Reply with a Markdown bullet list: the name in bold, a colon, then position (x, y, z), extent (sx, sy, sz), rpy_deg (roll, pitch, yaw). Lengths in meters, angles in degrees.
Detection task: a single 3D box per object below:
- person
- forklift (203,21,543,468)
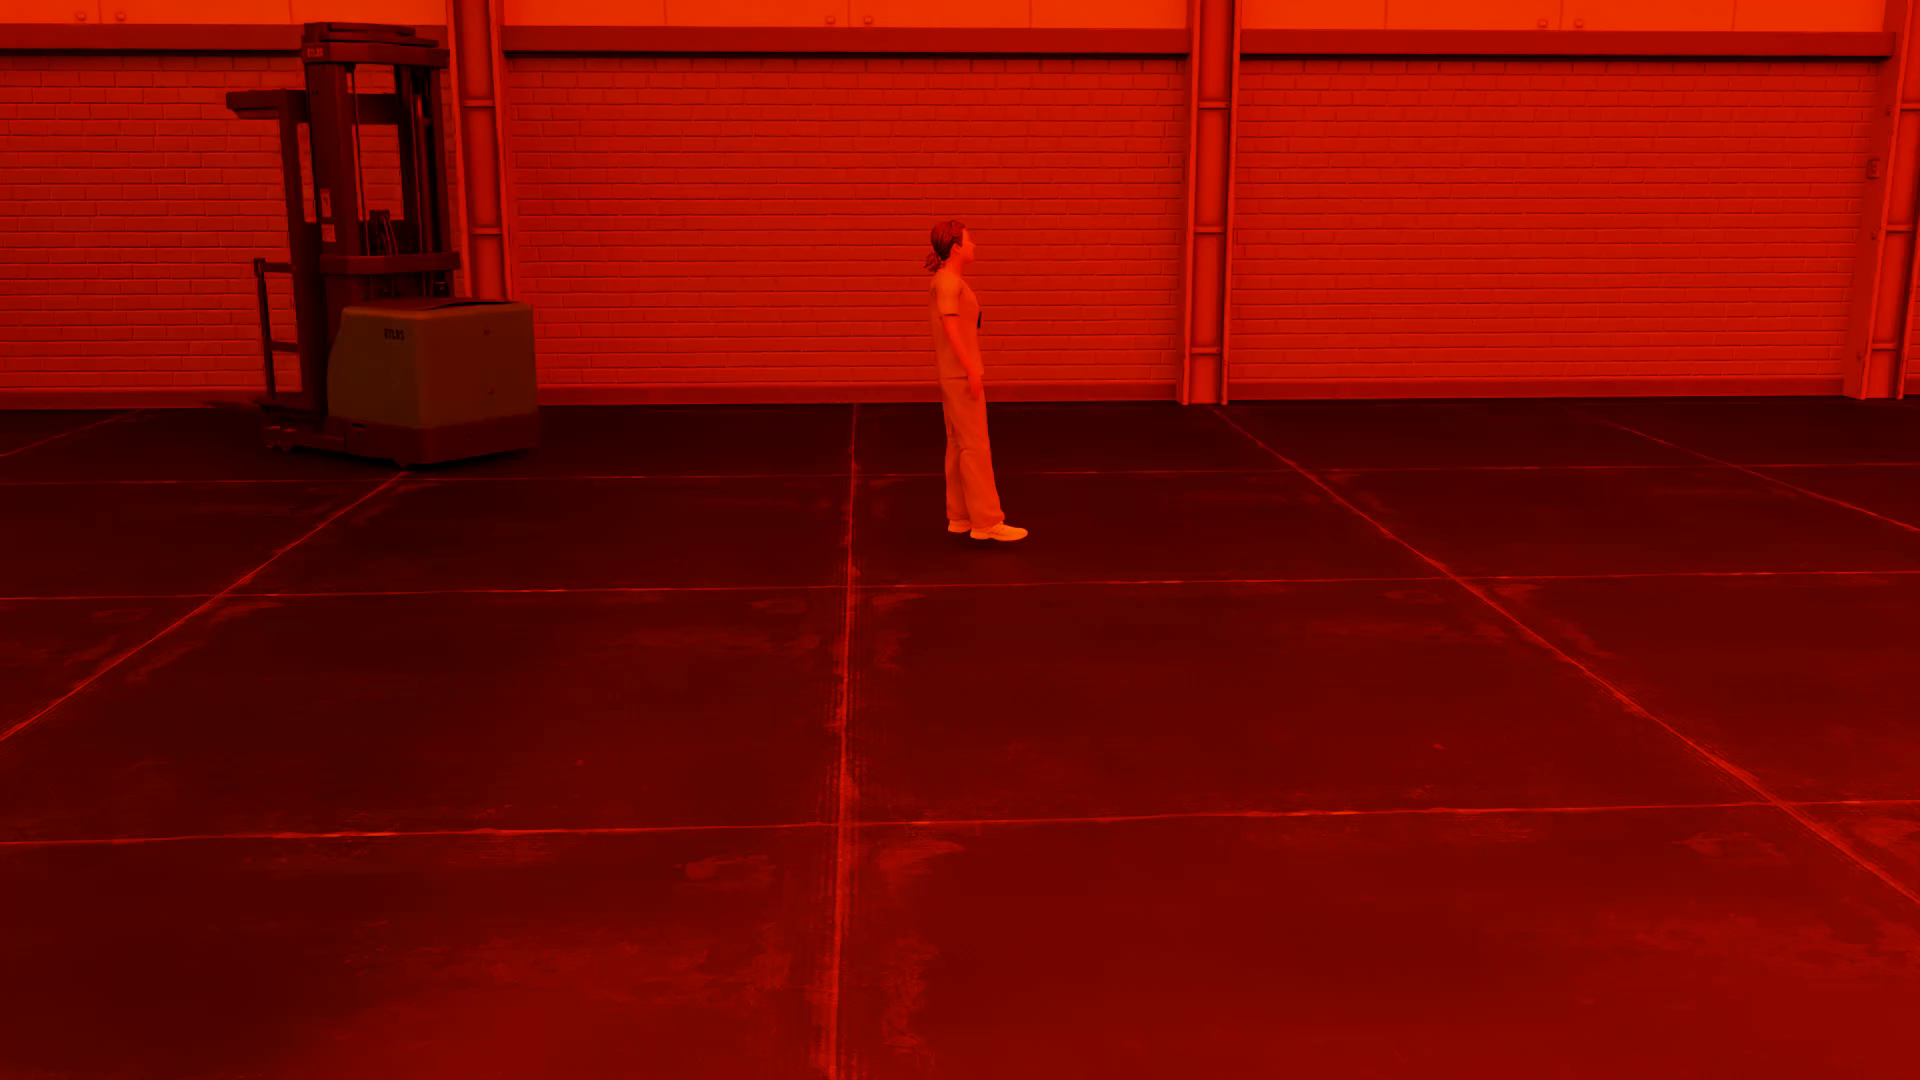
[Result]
- **person**: position (0.074, -0.862, 8.900), extent (0.549, 1.675, 0.549), rpy_deg (-1, 13, -3)
- **forklift**: position (-4.439, -2.143, 11.949), extent (3.031, 2.935, 1.130), rpy_deg (9, 16, 36)
